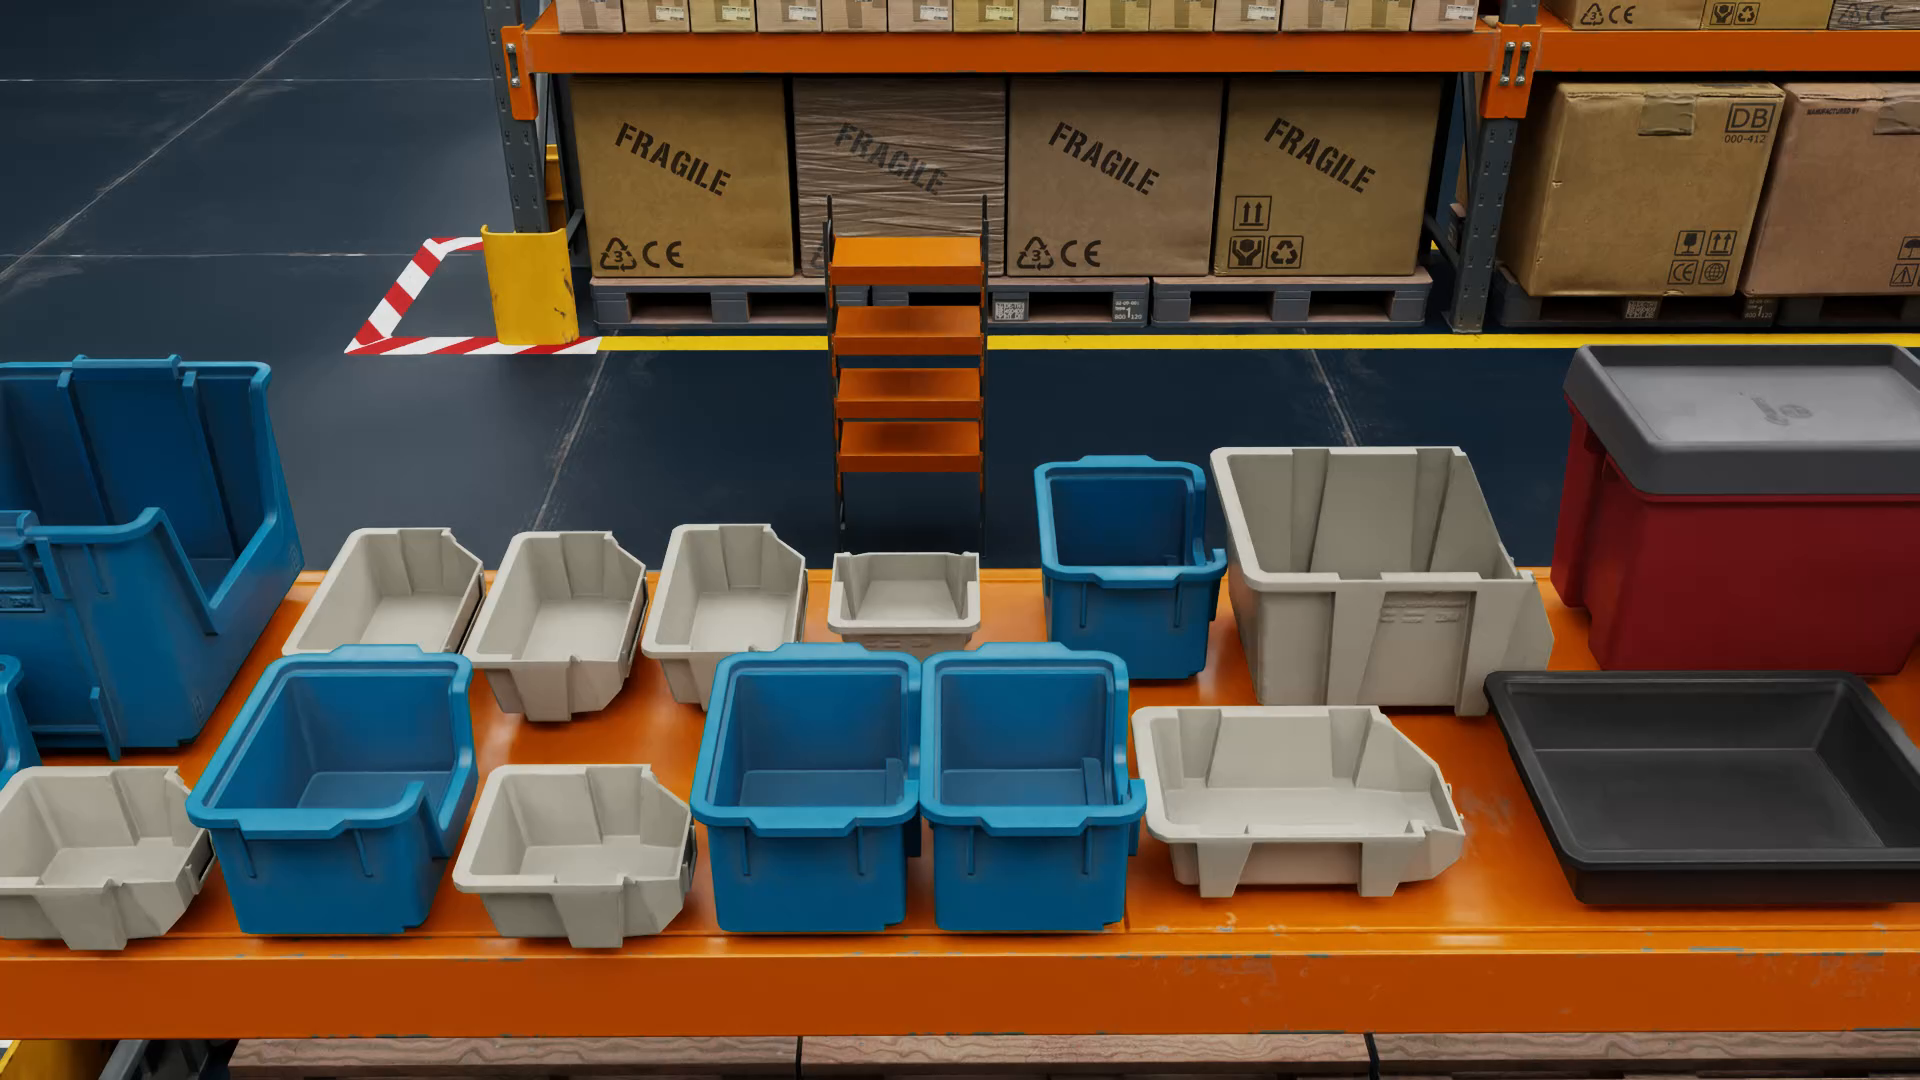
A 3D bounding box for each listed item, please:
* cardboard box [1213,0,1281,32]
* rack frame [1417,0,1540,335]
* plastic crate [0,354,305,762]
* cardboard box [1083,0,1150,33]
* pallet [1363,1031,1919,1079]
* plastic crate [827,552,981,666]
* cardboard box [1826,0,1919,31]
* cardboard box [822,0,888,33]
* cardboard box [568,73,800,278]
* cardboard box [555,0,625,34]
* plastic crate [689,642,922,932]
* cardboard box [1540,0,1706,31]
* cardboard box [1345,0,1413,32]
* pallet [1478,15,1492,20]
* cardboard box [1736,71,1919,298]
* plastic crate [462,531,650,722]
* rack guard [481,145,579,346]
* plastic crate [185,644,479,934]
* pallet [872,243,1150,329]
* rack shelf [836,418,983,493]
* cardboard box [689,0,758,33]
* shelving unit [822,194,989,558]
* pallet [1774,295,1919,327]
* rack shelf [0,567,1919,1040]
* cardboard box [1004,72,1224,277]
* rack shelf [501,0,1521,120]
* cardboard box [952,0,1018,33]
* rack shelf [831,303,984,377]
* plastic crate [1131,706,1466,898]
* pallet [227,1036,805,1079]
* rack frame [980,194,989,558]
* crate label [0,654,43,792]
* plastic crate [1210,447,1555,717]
[{"bbox_3d":[1.125,-2.152,6.648,0.250,0.149,0.380,0,31,1],"label":"cardboard box"},{"bbox_3d":[2.199,-2.433,6.868,0.127,3.000,1.000,0,31,0],"label":"rack frame"},{"bbox_3d":[-1.437,0.010,2.750,0.499,0.435,0.616,0,31,0],"label":"plastic crate"},{"bbox_3d":[0.611,-2.150,6.645,0.250,0.149,0.380,-1,31,-1],"label":"cardboard box"},{"bbox_3d":[1.494,1.351,3.320,1.213,0.211,1.003,0,31,0],"label":"pallet"},{"bbox_3d":[-0.092,0.122,2.854,0.250,0.136,0.298,0,31,0],"label":"plastic crate"},{"bbox_3d":[3.664,-2.351,6.637,0.500,0.500,0.500,-1,31,-1],"label":"cardboard box"},{"bbox_3d":[-0.416,-2.147,6.639,0.250,0.149,0.380,-1,31,-1],"label":"cardboard box"},{"bbox_3d":[-1.161,-1.735,7.362,0.875,0.875,0.875,0,31,0],"label":"cardboard box"},{"bbox_3d":[-1.444,-2.143,6.633,0.250,0.149,0.380,0,31,0],"label":"cardboard box"},{"bbox_3d":[-0.205,0.360,2.368,0.300,0.233,0.416,0,31,0],"label":"plastic crate"},{"bbox_3d":[2.661,-2.347,6.631,0.500,0.500,0.500,0,31,0],"label":"cardboard box"},{"bbox_3d":[1.638,-2.154,6.650,0.250,0.149,0.380,0,31,1],"label":"cardboard box"},{"bbox_3d":[3.049,-3.817,11.838,1.213,0.211,1.003,0,31,0],"label":"pallet"},{"bbox_3d":[3.733,-1.720,7.336,0.875,0.875,1.225,-1,31,-2],"label":"cardboard box"},{"bbox_3d":[-0.666,0.146,2.814,0.243,0.136,0.396,0,31,0],"label":"plastic crate"},{"bbox_3d":[-1.825,-1.352,7.496,0.348,0.500,1.175,0,31,0],"label":"rack guard"},{"bbox_3d":[-0.864,0.363,2.364,0.300,0.233,0.416,0,31,0],"label":"plastic crate"},{"bbox_3d":[0.215,-1.274,7.646,1.213,0.211,1.003,0,31,0],"label":"pallet"},{"bbox_3d":[-0.166,-0.285,5.576,0.480,0.148,0.258,0,31,0],"label":"rack shelf"},{"bbox_3d":[-0.931,-2.146,6.637,0.250,0.149,0.380,-1,31,-1],"label":"cardboard box"},{"bbox_3d":[-0.166,-0.512,5.438,0.503,1.200,0.258,0,31,0],"label":"shelving unit"},{"bbox_3d":[4.194,-1.288,7.669,1.213,0.211,1.003,0,31,0],"label":"pallet"},{"bbox_3d":[0.229,0.450,2.810,4.000,0.370,1.077,0,31,0],"label":"rack shelf"},{"bbox_3d":[0.639,-1.741,7.371,0.875,0.875,0.875,0,31,0],"label":"cardboard box"},{"bbox_3d":[0.199,-2.119,7.045,4.000,0.370,1.077,0,31,0],"label":"rack shelf"},{"bbox_3d":[0.095,-2.149,6.642,0.250,0.149,0.380,-1,31,-2],"label":"cardboard box"},{"bbox_3d":[-0.166,-0.646,5.357,0.480,0.148,0.258,0,31,0],"label":"rack shelf"},{"bbox_3d":[0.490,0.385,2.421,0.466,0.136,0.293,0,31,0],"label":"plastic crate"},{"bbox_3d":[-0.946,1.358,3.308,1.213,0.211,1.003,0,31,0],"label":"pallet"},{"bbox_3d":[0.078,-0.513,5.439,0.015,1.200,0.240,0,31,0],"label":"rack frame"},{"bbox_3d":[-1.522,0.365,2.361,0.303,0.233,0.416,0,31,0],"label":"crate label"},{"bbox_3d":[0.701,0.070,2.799,0.530,0.282,0.437,0,31,0],"label":"plastic crate"}]
